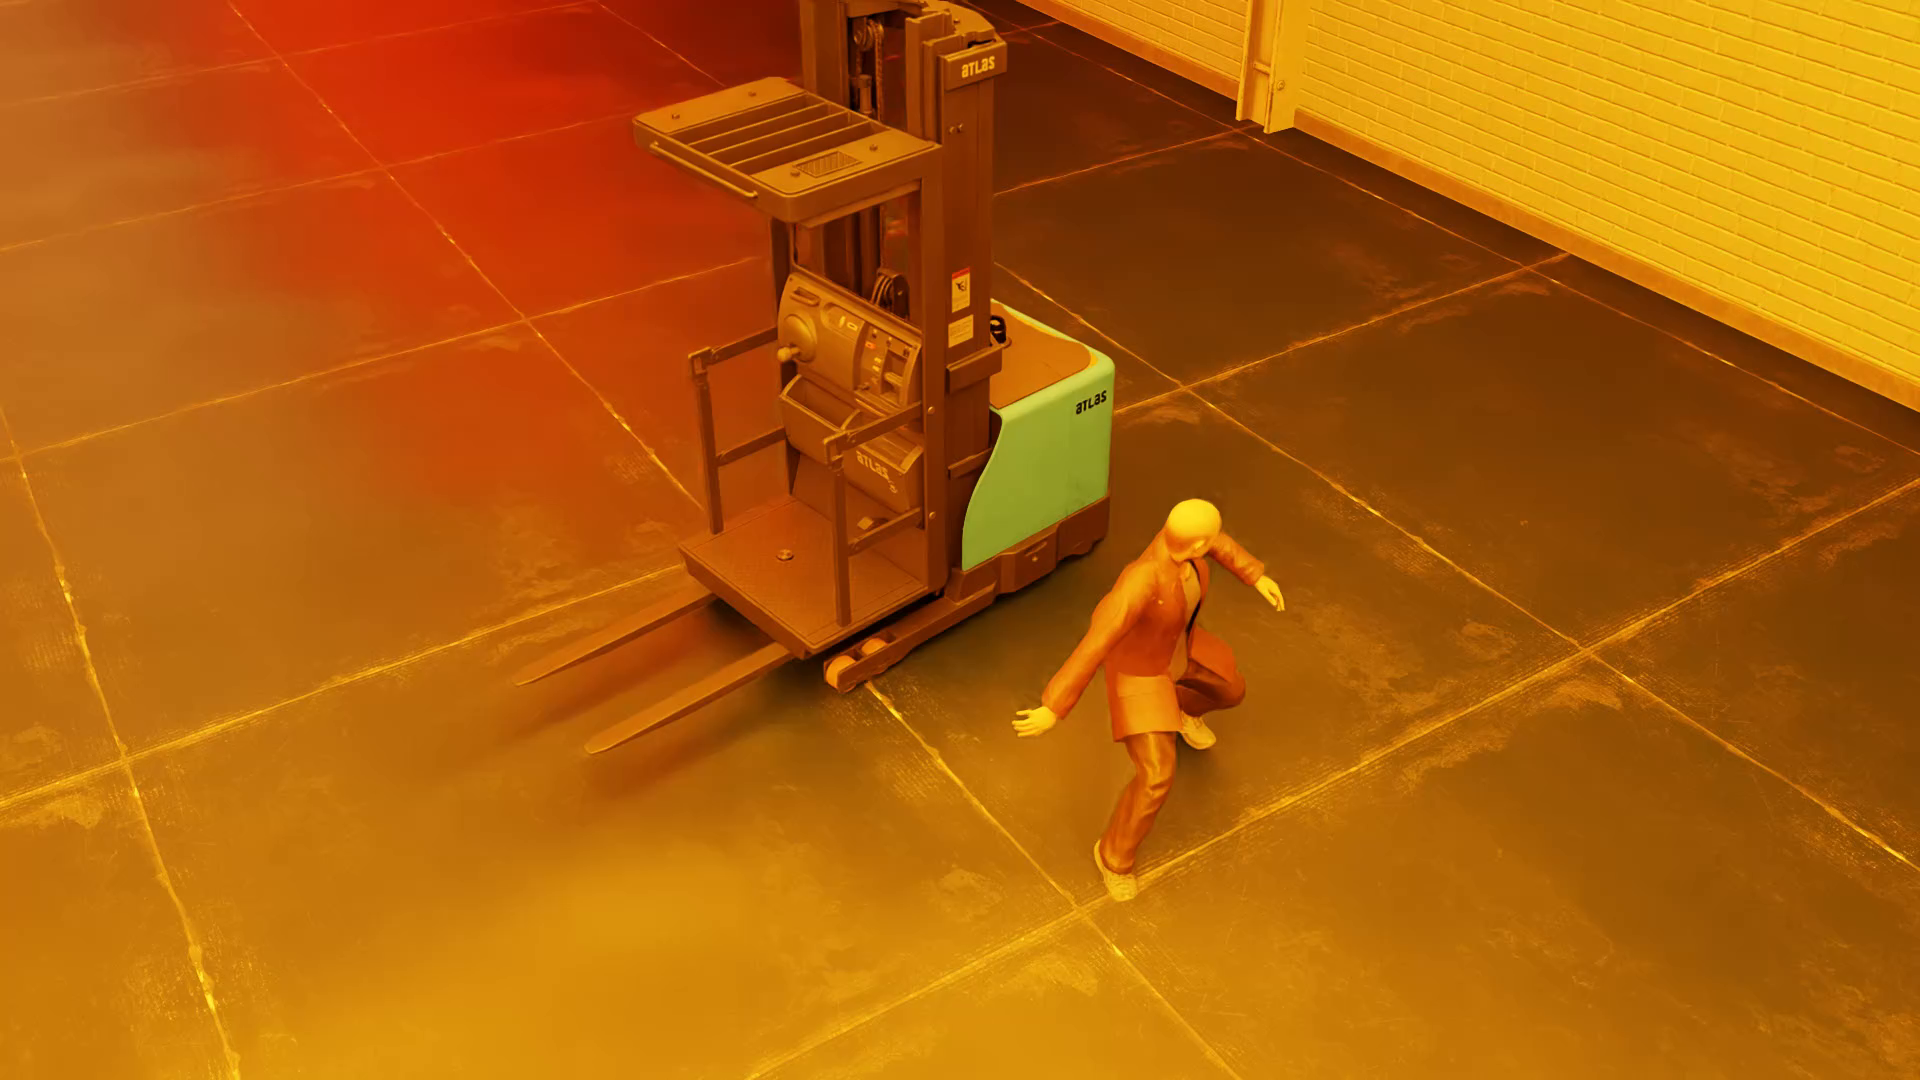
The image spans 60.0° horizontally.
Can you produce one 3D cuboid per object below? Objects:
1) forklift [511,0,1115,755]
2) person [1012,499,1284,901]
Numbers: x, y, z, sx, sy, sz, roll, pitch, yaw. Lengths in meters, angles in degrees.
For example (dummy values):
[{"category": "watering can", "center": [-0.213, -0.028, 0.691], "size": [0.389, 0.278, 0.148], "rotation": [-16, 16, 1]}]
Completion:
[{"category": "forklift", "center": [-0.659, -0.837, 7.339], "size": [3.031, 2.935, 1.130], "rotation": [-27, 43, -33]}, {"category": "person", "center": [0.755, 0.549, 6.595], "size": [0.606, 1.703, 1.218], "rotation": [26, 43, 32]}]
